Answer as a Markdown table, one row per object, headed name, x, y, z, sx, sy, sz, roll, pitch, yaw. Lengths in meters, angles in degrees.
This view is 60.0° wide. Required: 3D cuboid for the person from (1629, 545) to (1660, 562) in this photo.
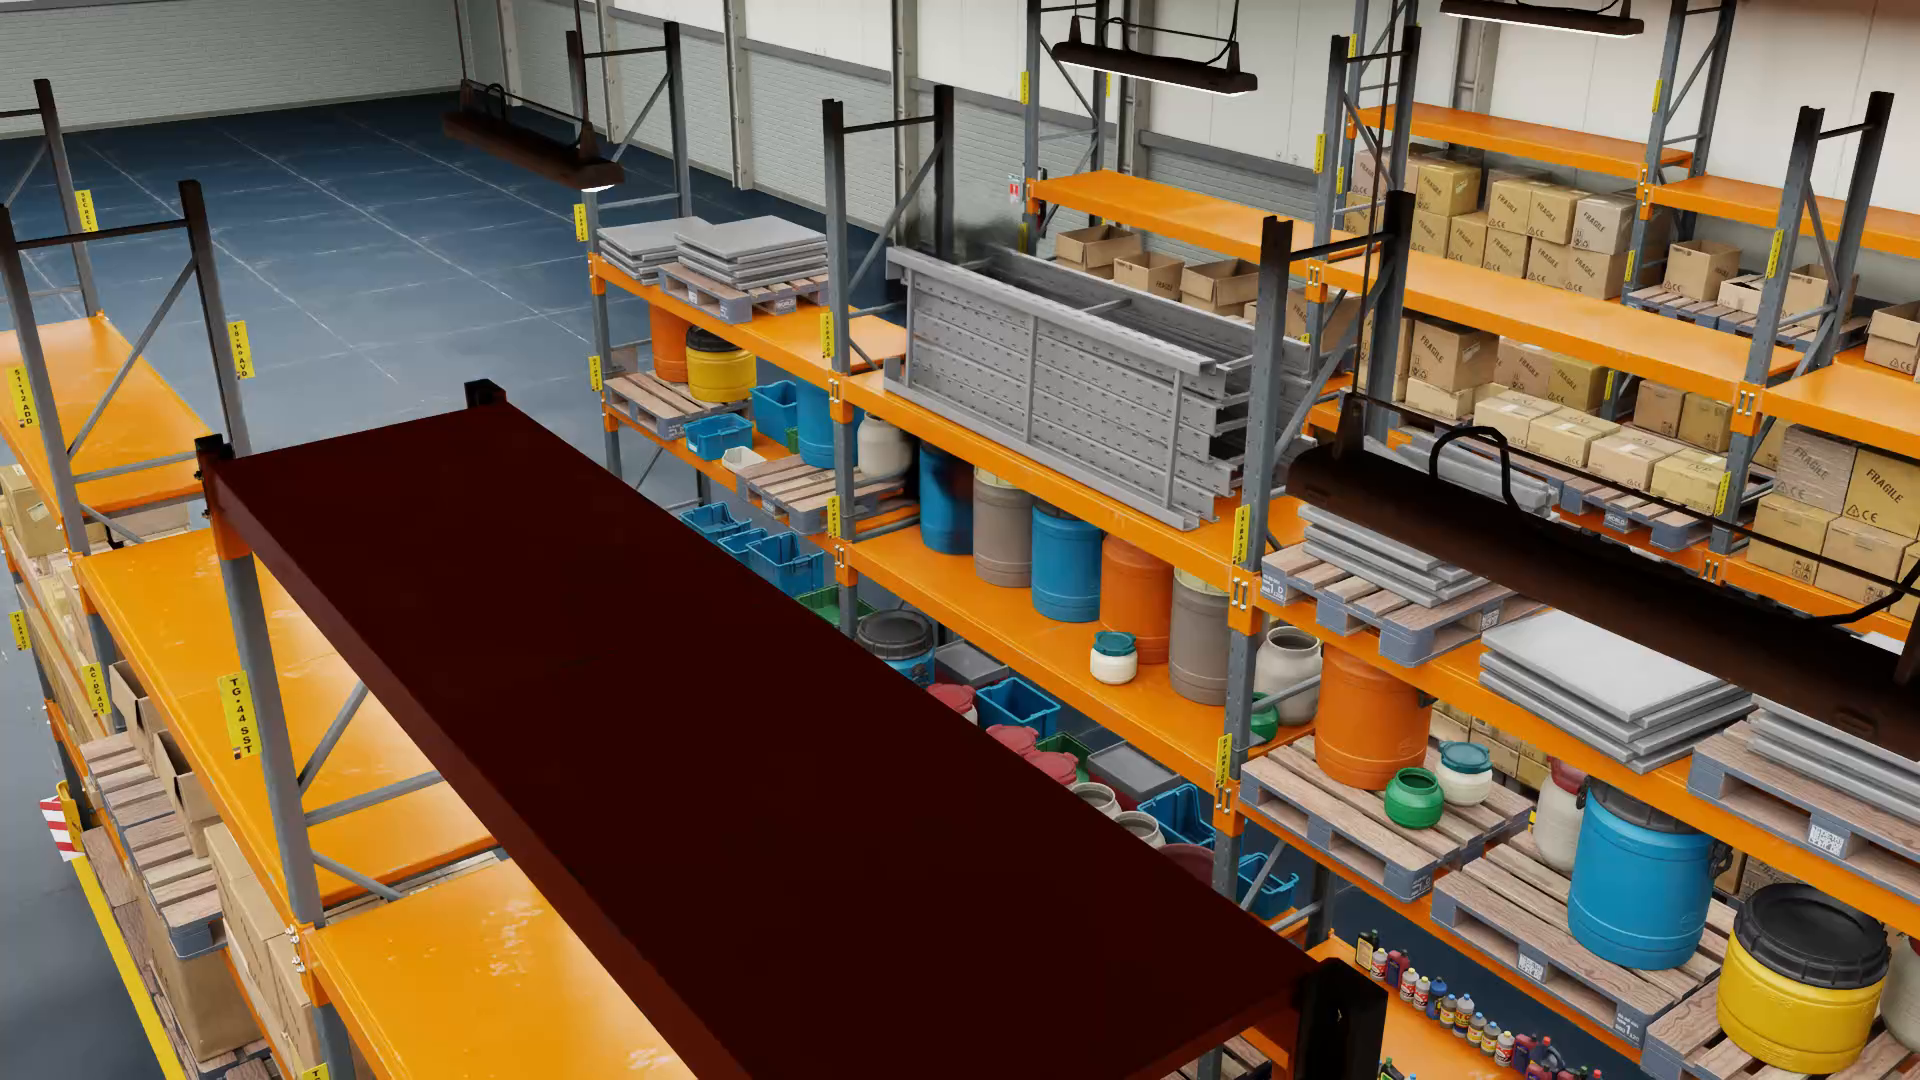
| name | x | y | z | sx | sy | sz | roll | pitch | yaw |
| --- | --- | --- | --- | --- | --- | --- | --- | --- | --- |
| person | 6.224 | 0.826 | 15.174 | 0.689 | 1.711 | 0.620 | -20 | 31 | -36 |
